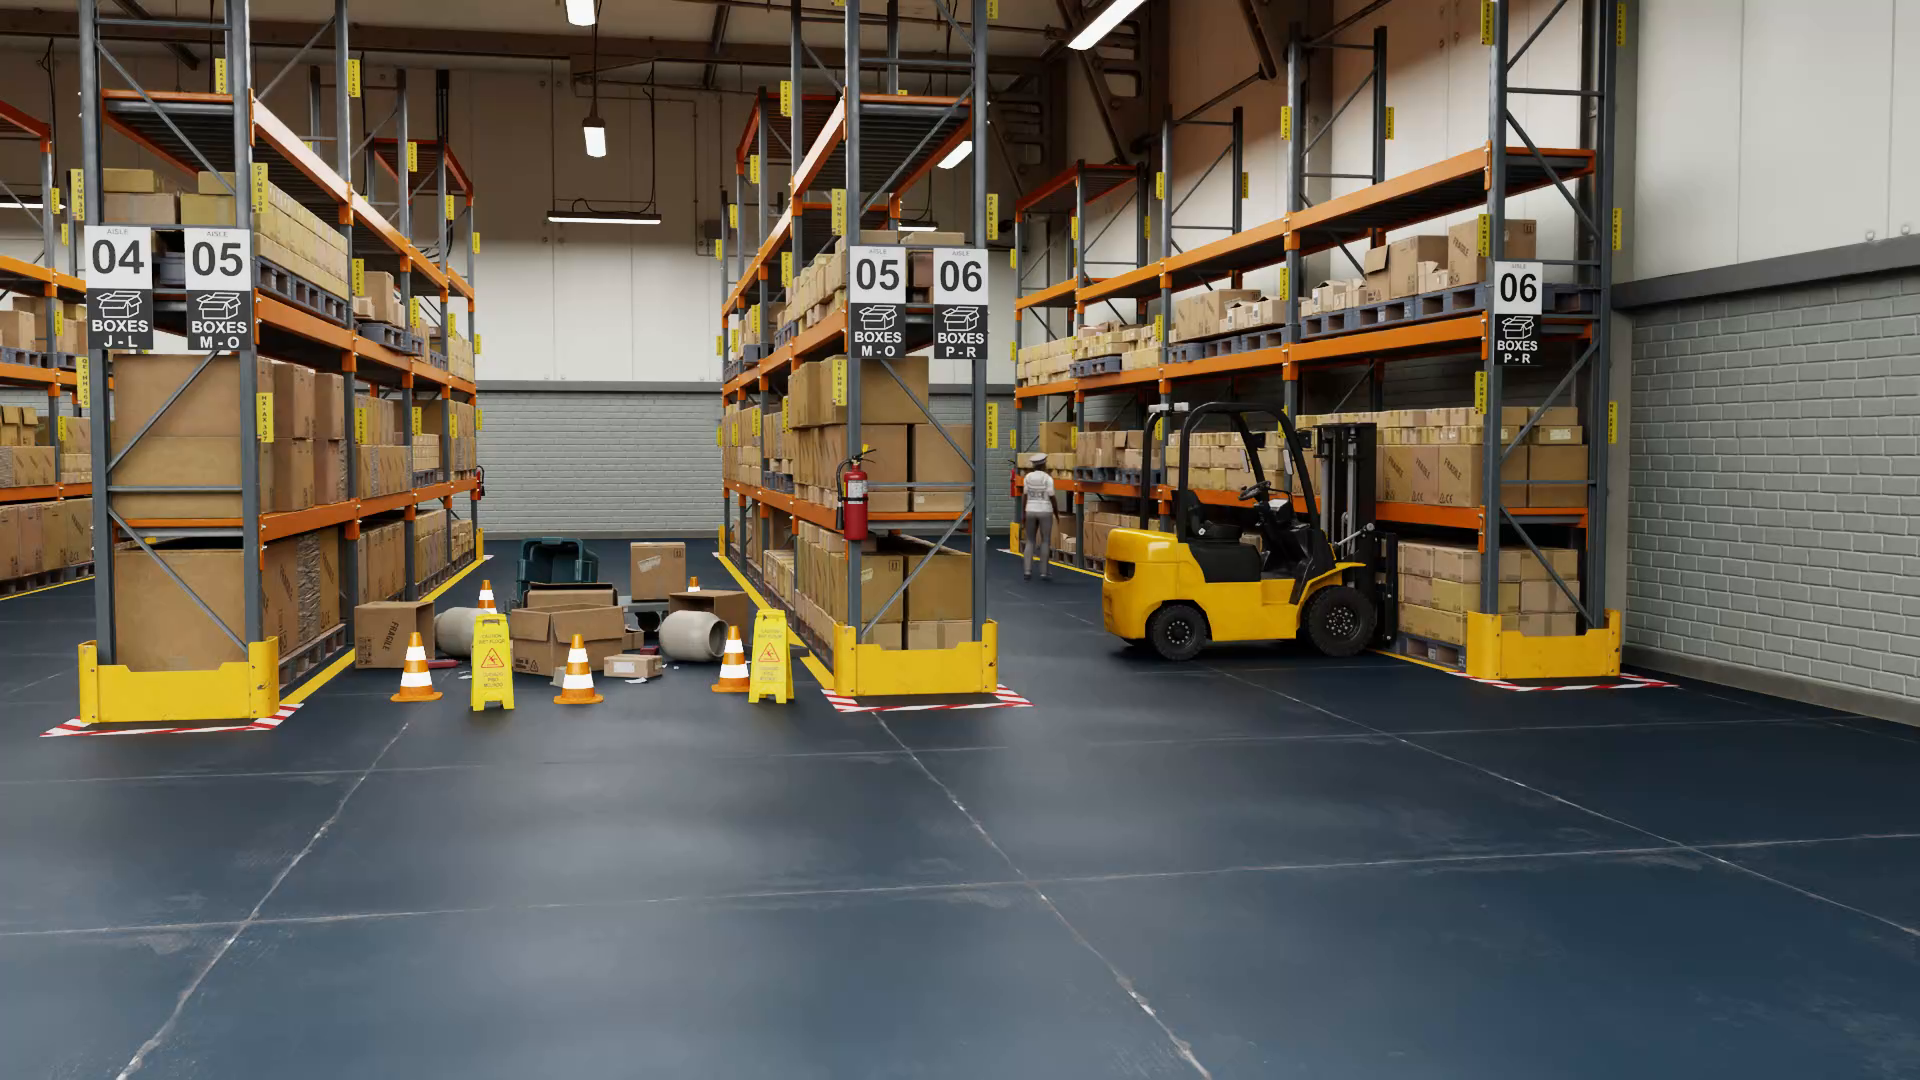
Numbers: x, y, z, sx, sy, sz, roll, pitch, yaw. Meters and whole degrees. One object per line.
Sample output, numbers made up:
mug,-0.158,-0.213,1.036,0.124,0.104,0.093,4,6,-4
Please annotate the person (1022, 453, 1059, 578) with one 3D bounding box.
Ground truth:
person,1.088,-0.310,22.554,0.499,1.746,0.412,1,3,25
